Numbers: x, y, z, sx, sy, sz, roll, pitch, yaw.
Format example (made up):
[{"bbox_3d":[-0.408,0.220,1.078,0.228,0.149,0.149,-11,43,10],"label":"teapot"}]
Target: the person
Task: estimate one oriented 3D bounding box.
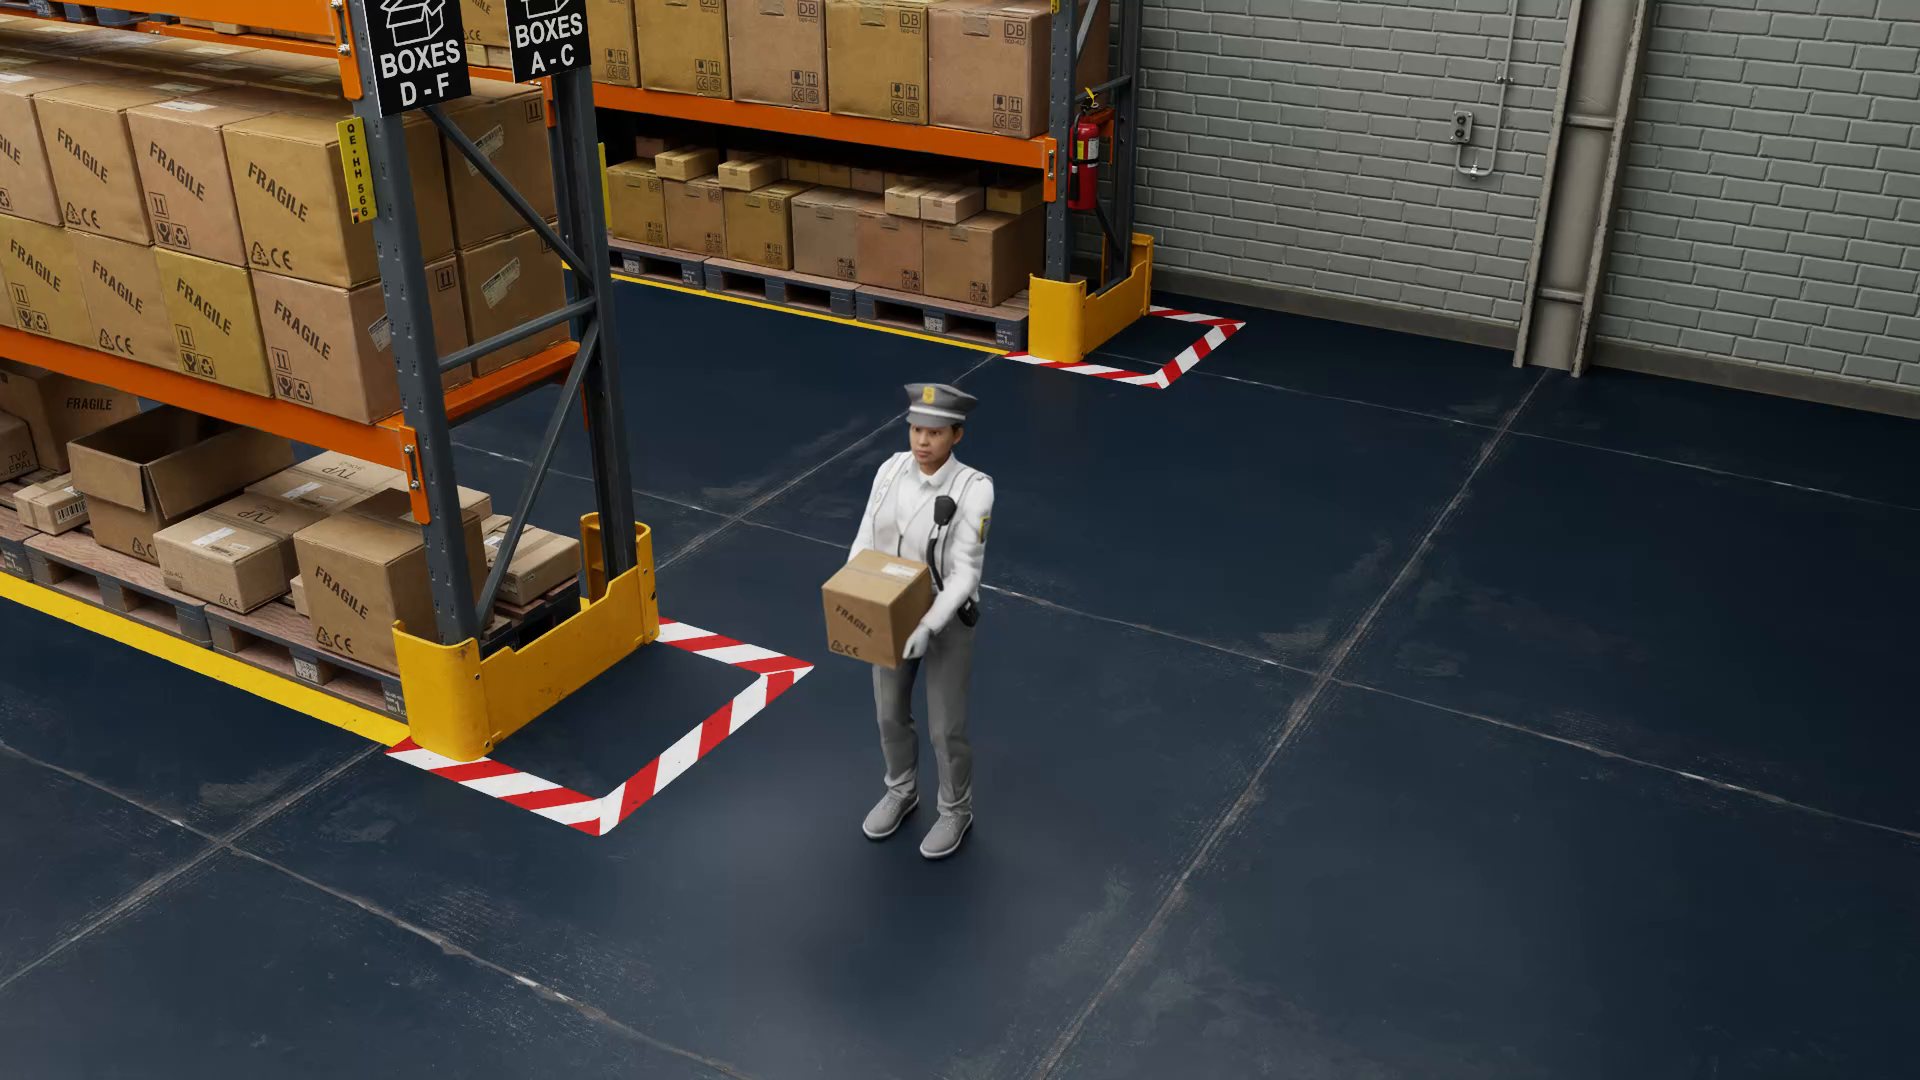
[{"bbox_3d":[-0.151,0.290,5.515,0.461,1.682,0.555,14,30,26],"label":"person"}]
